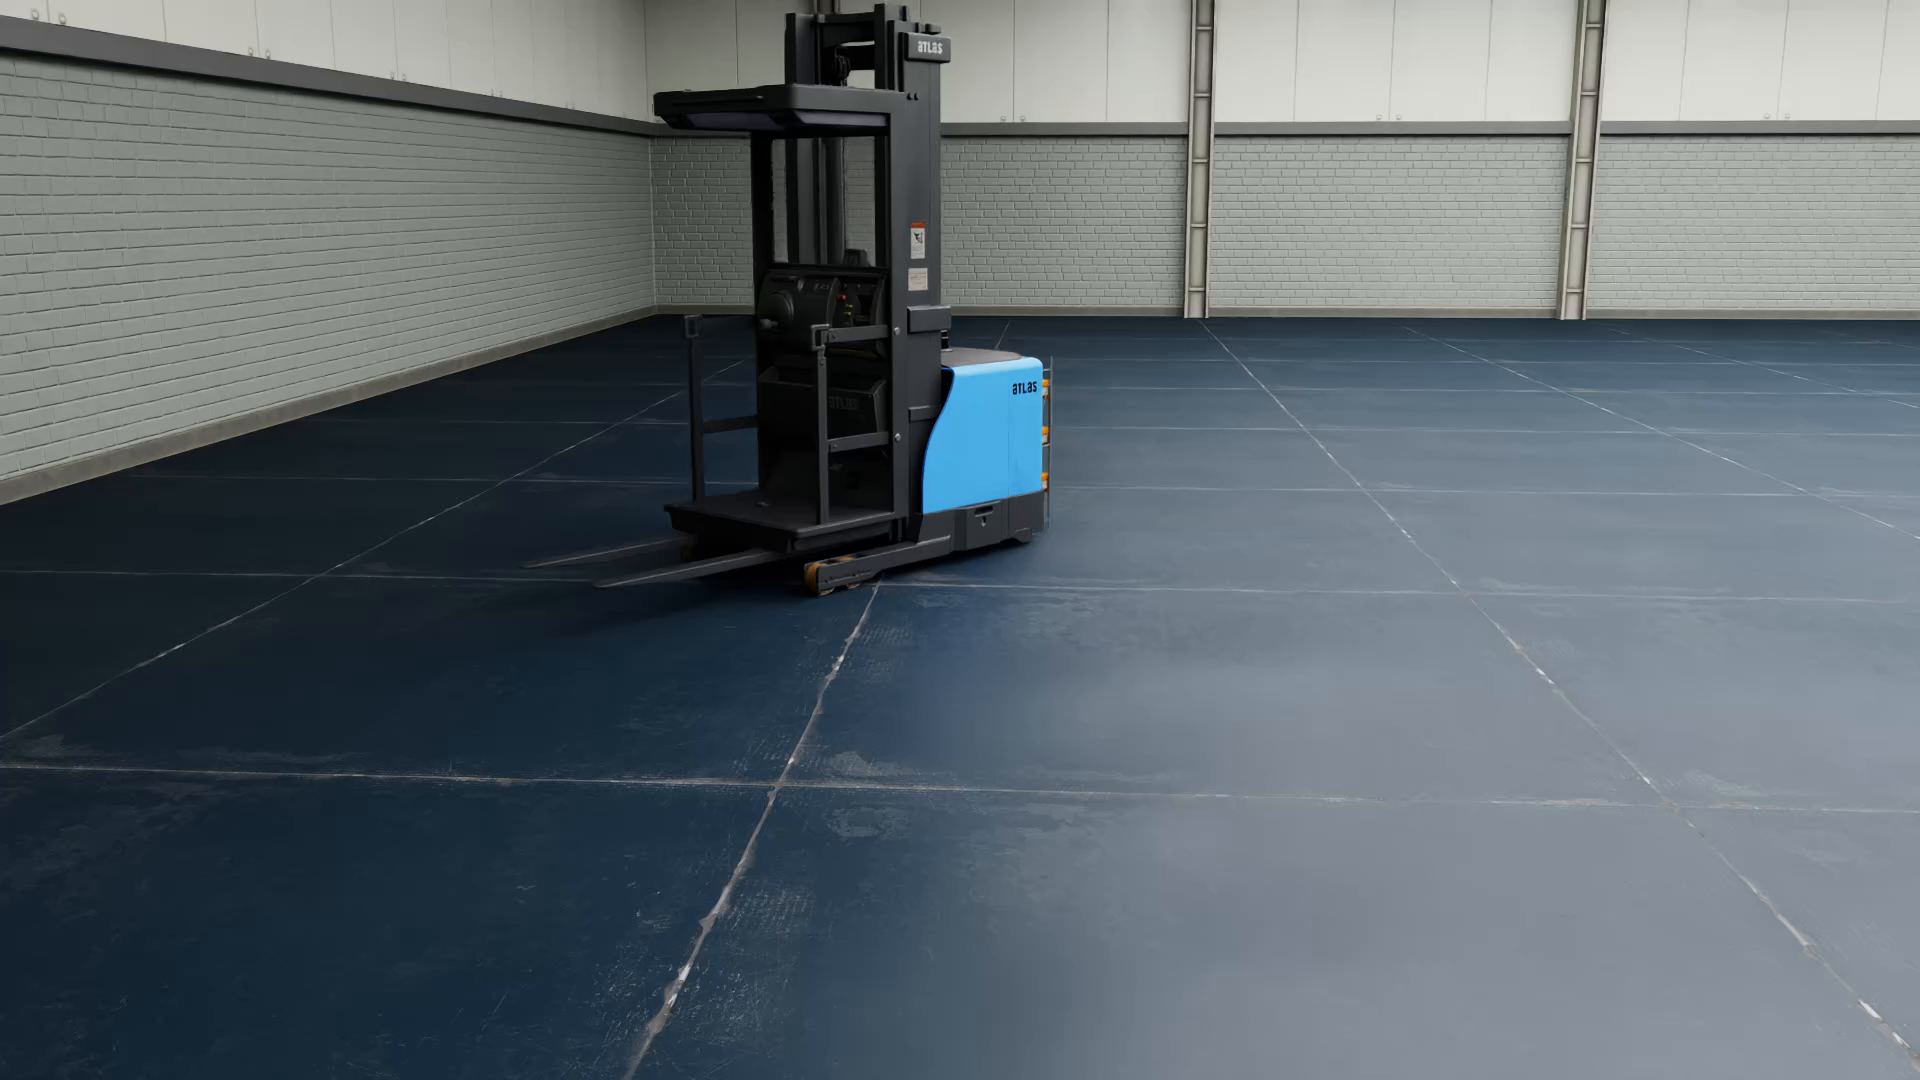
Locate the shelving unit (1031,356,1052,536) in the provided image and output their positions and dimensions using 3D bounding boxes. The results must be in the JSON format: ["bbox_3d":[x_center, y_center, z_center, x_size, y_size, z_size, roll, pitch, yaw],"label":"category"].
[{"bbox_3d":[0.385,-0.571,9.932,0.252,1.050,0.215,10,15,39],"label":"shelving unit"}]

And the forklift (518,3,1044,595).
[{"bbox_3d":[-0.879,-1.272,8.693,1.130,2.935,3.031,11,16,42],"label":"forklift"}]

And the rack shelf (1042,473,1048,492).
[{"bbox_3d":[0.385,-0.288,9.991,0.240,0.259,0.215,10,15,39],"label":"rack shelf"}]

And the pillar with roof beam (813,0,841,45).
[{"bbox_3d":[-2.422,-7.253,22.466,0.400,9.000,9.100,1,12,4],"label":"pillar with roof beam"}]

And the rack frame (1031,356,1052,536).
[{"bbox_3d":[0.479,-0.555,9.856,0.008,1.050,0.200,10,15,39],"label":"rack frame"}]

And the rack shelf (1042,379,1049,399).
[{"bbox_3d":[0.385,-0.838,9.877,0.240,0.259,0.215,10,15,39],"label":"rack shelf"}]

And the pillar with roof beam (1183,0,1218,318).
[{"bbox_3d":[3.565,-7.171,22.073,0.400,9.000,9.100,1,12,4],"label":"pillar with roof beam"}]

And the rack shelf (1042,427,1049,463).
[{"bbox_3d":[0.385,-0.560,9.935,0.240,0.259,0.215,10,15,39],"label":"rack shelf"}]

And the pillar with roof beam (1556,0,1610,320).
[{"bbox_3d":[9.552,-7.089,21.681,0.400,9.000,9.100,1,12,4],"label":"pillar with roof beam"}]
